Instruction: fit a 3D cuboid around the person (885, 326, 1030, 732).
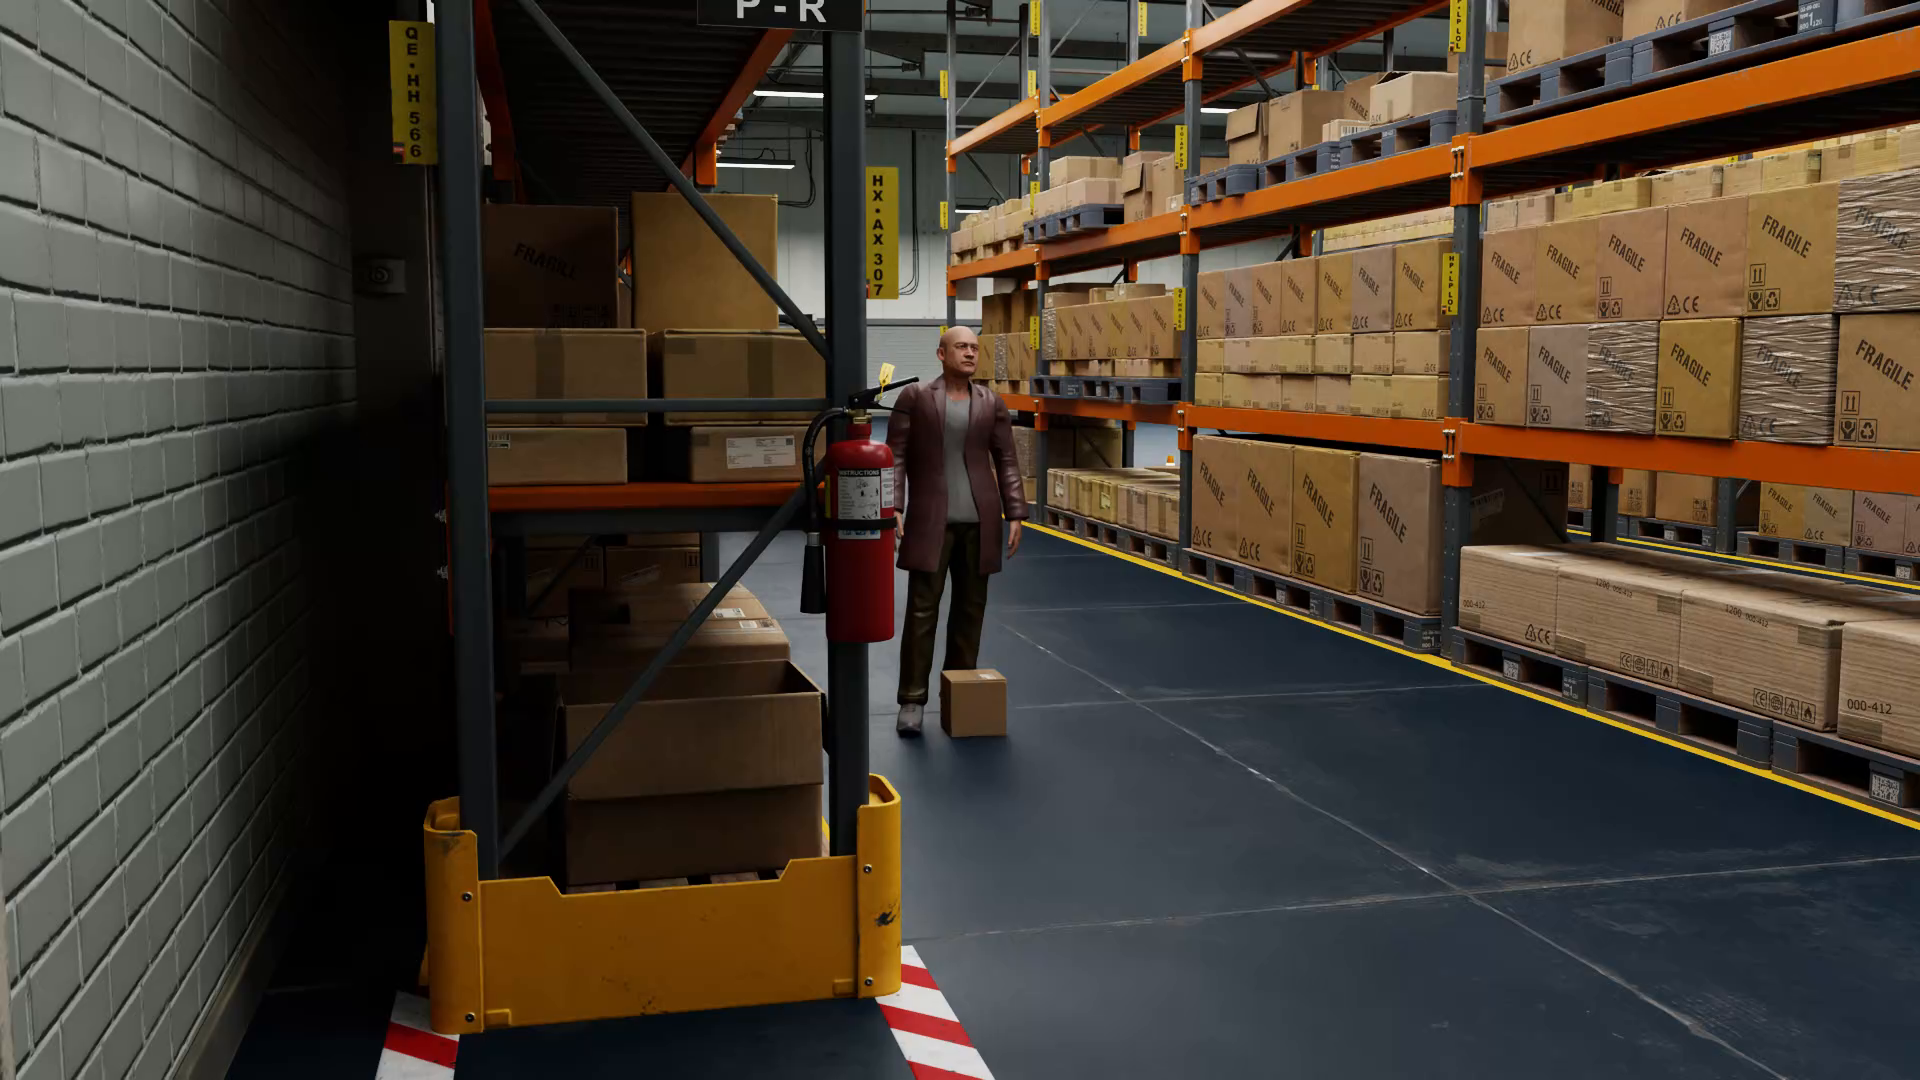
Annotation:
[{"bbox_3d":[-0.009,-0.067,7.439,0.694,1.775,0.582,-1,6,-13],"label":"person"}]
